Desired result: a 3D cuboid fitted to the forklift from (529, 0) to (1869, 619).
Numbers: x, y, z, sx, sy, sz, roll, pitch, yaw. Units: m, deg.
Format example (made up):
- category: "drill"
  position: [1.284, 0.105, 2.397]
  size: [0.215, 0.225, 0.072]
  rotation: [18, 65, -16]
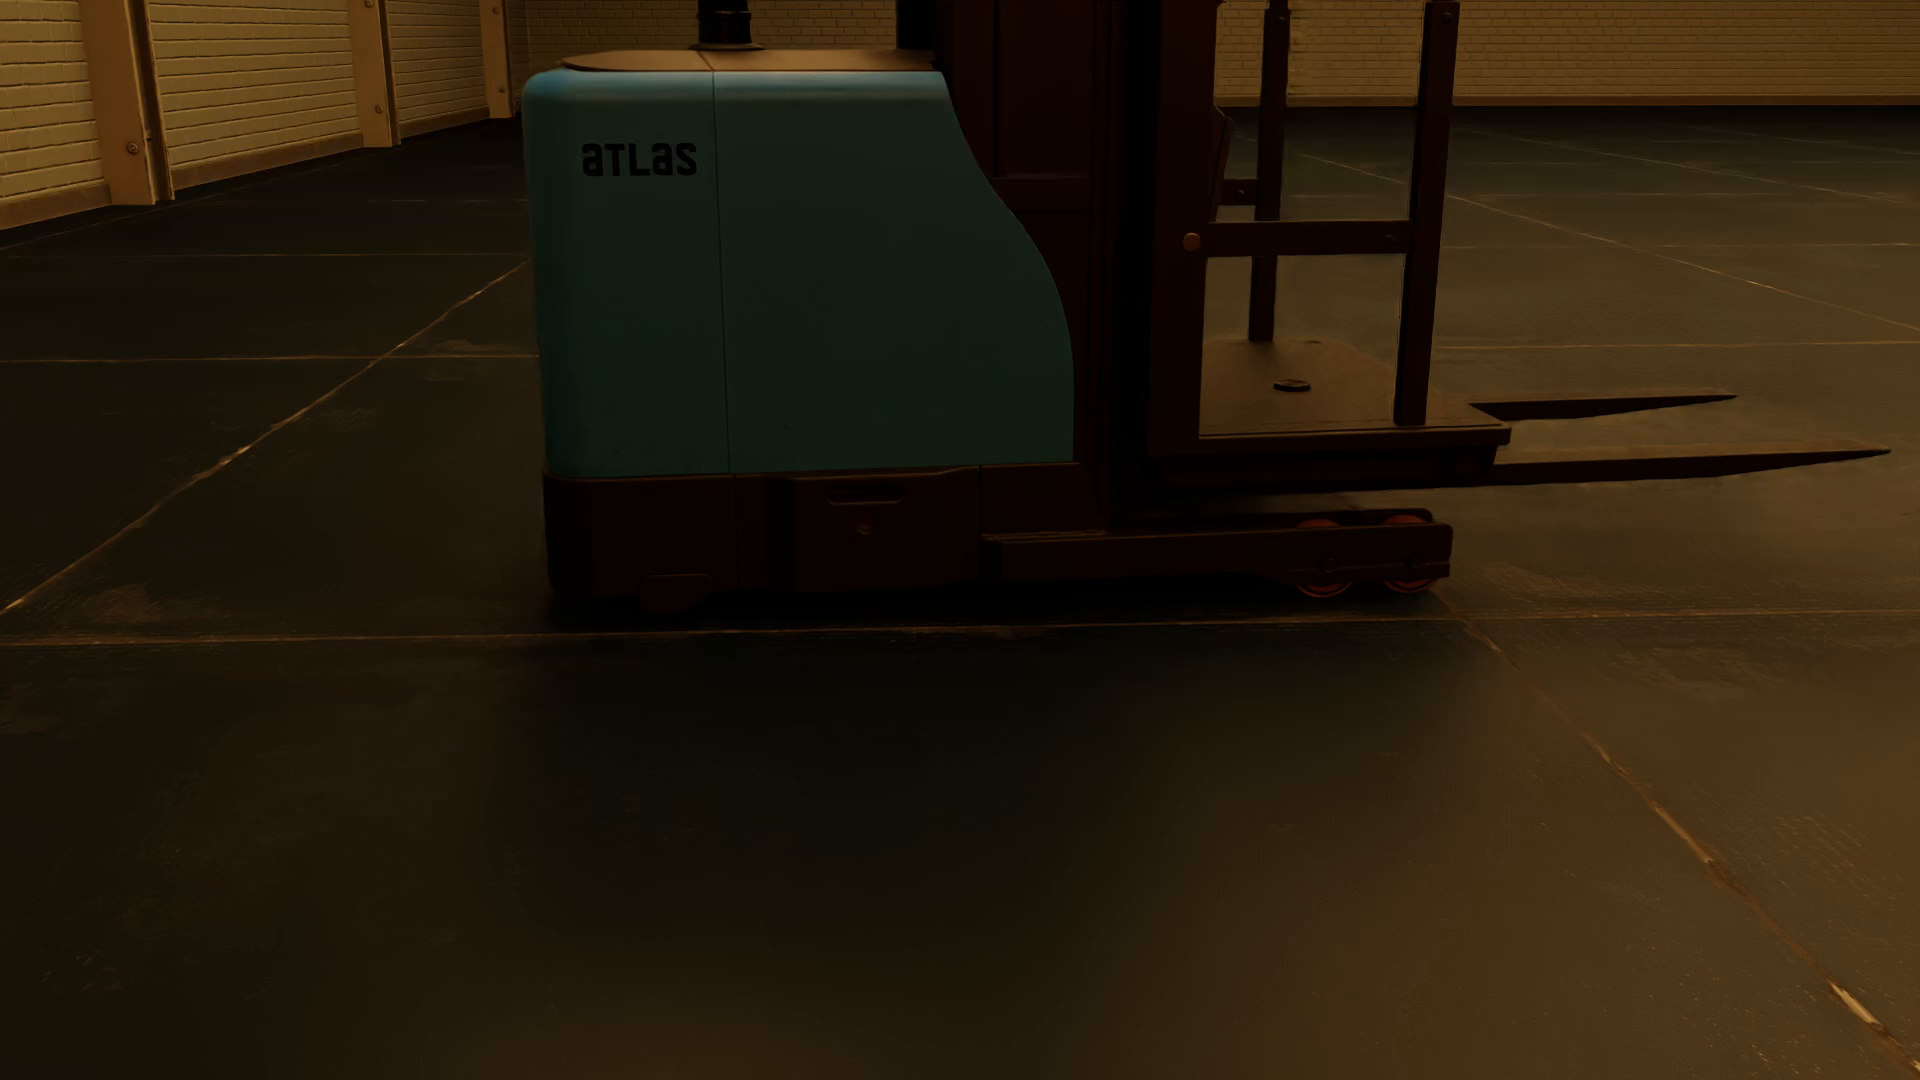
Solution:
- category: "forklift"
  position: [0.600, -1.438, 3.608]
  size: [3.031, 2.935, 1.130]
  rotation: [-3, 17, -10]
